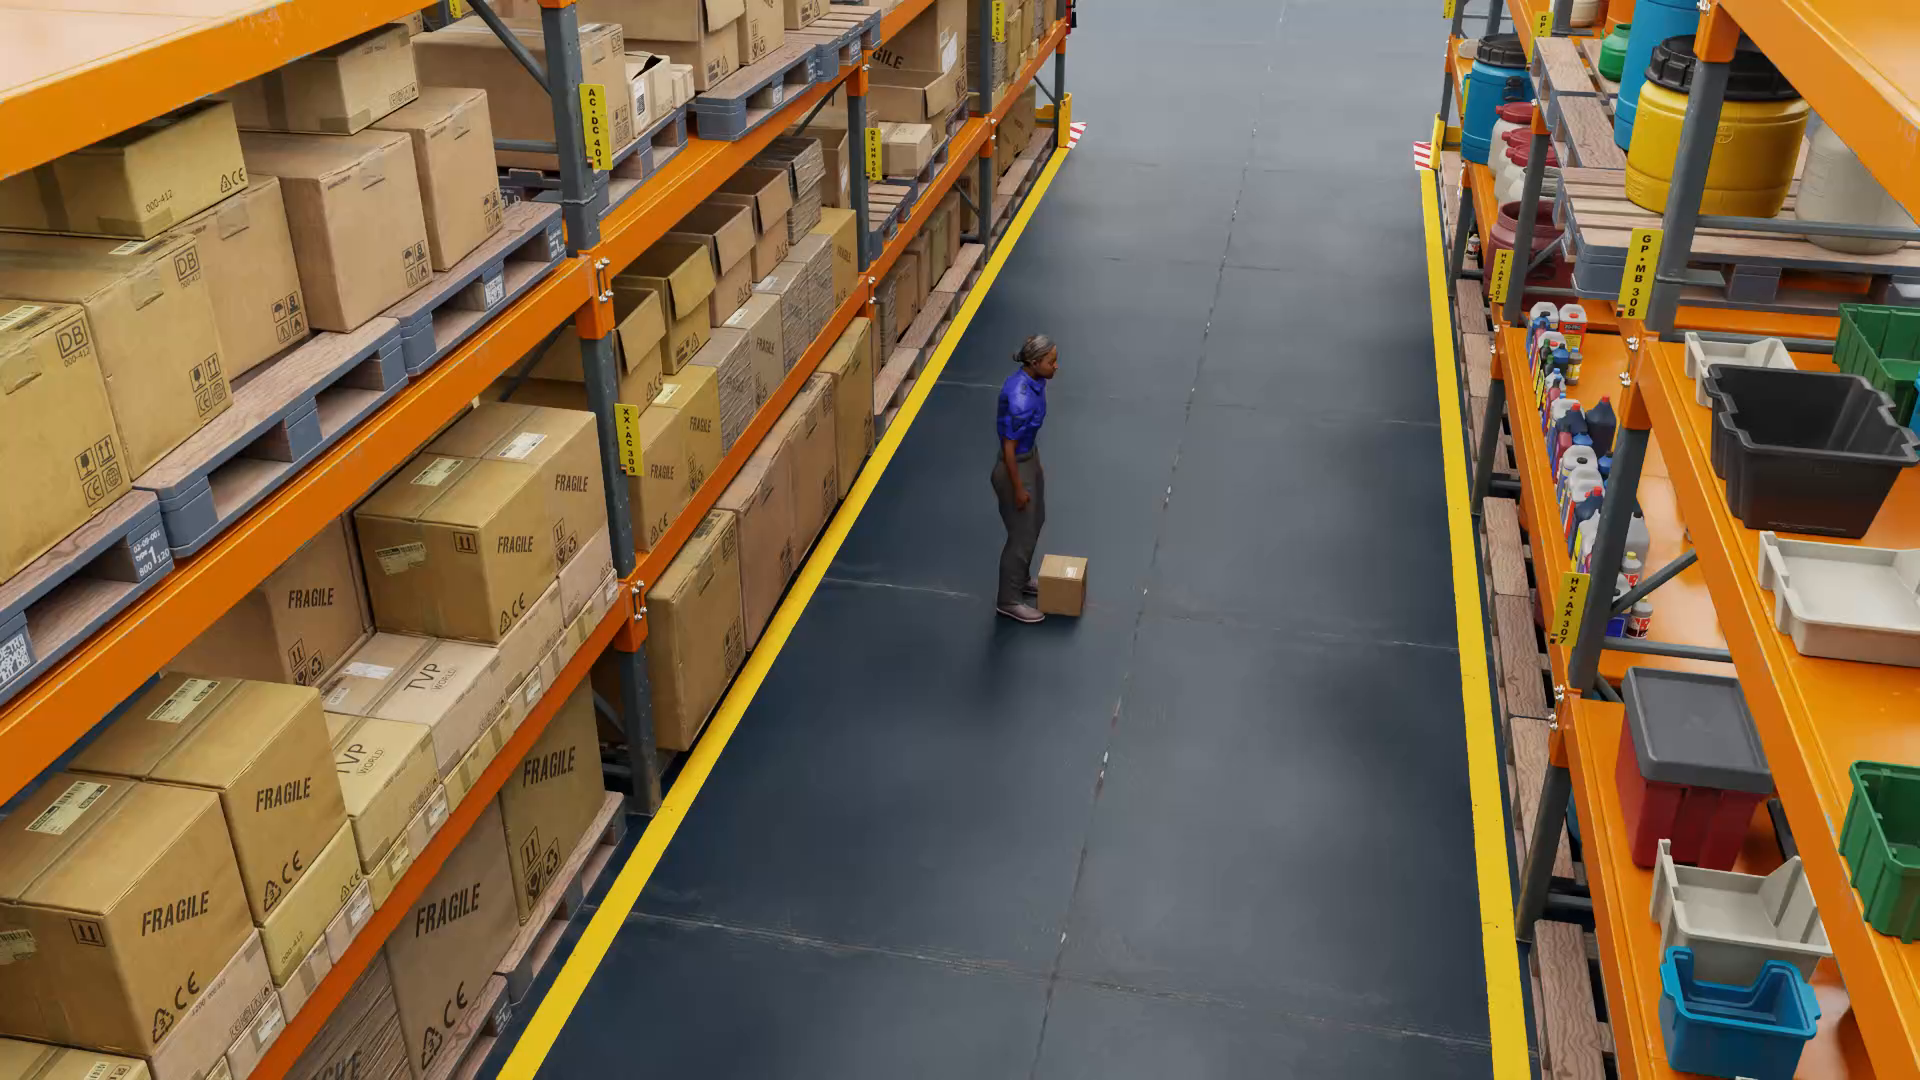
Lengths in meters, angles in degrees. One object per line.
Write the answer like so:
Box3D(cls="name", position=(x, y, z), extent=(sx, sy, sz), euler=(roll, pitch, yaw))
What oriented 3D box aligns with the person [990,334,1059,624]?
Box3D(cls="person", position=(0.359, -0.372, 9.288), extent=(0.349, 1.654, 0.504), euler=(7, 30, 12))
